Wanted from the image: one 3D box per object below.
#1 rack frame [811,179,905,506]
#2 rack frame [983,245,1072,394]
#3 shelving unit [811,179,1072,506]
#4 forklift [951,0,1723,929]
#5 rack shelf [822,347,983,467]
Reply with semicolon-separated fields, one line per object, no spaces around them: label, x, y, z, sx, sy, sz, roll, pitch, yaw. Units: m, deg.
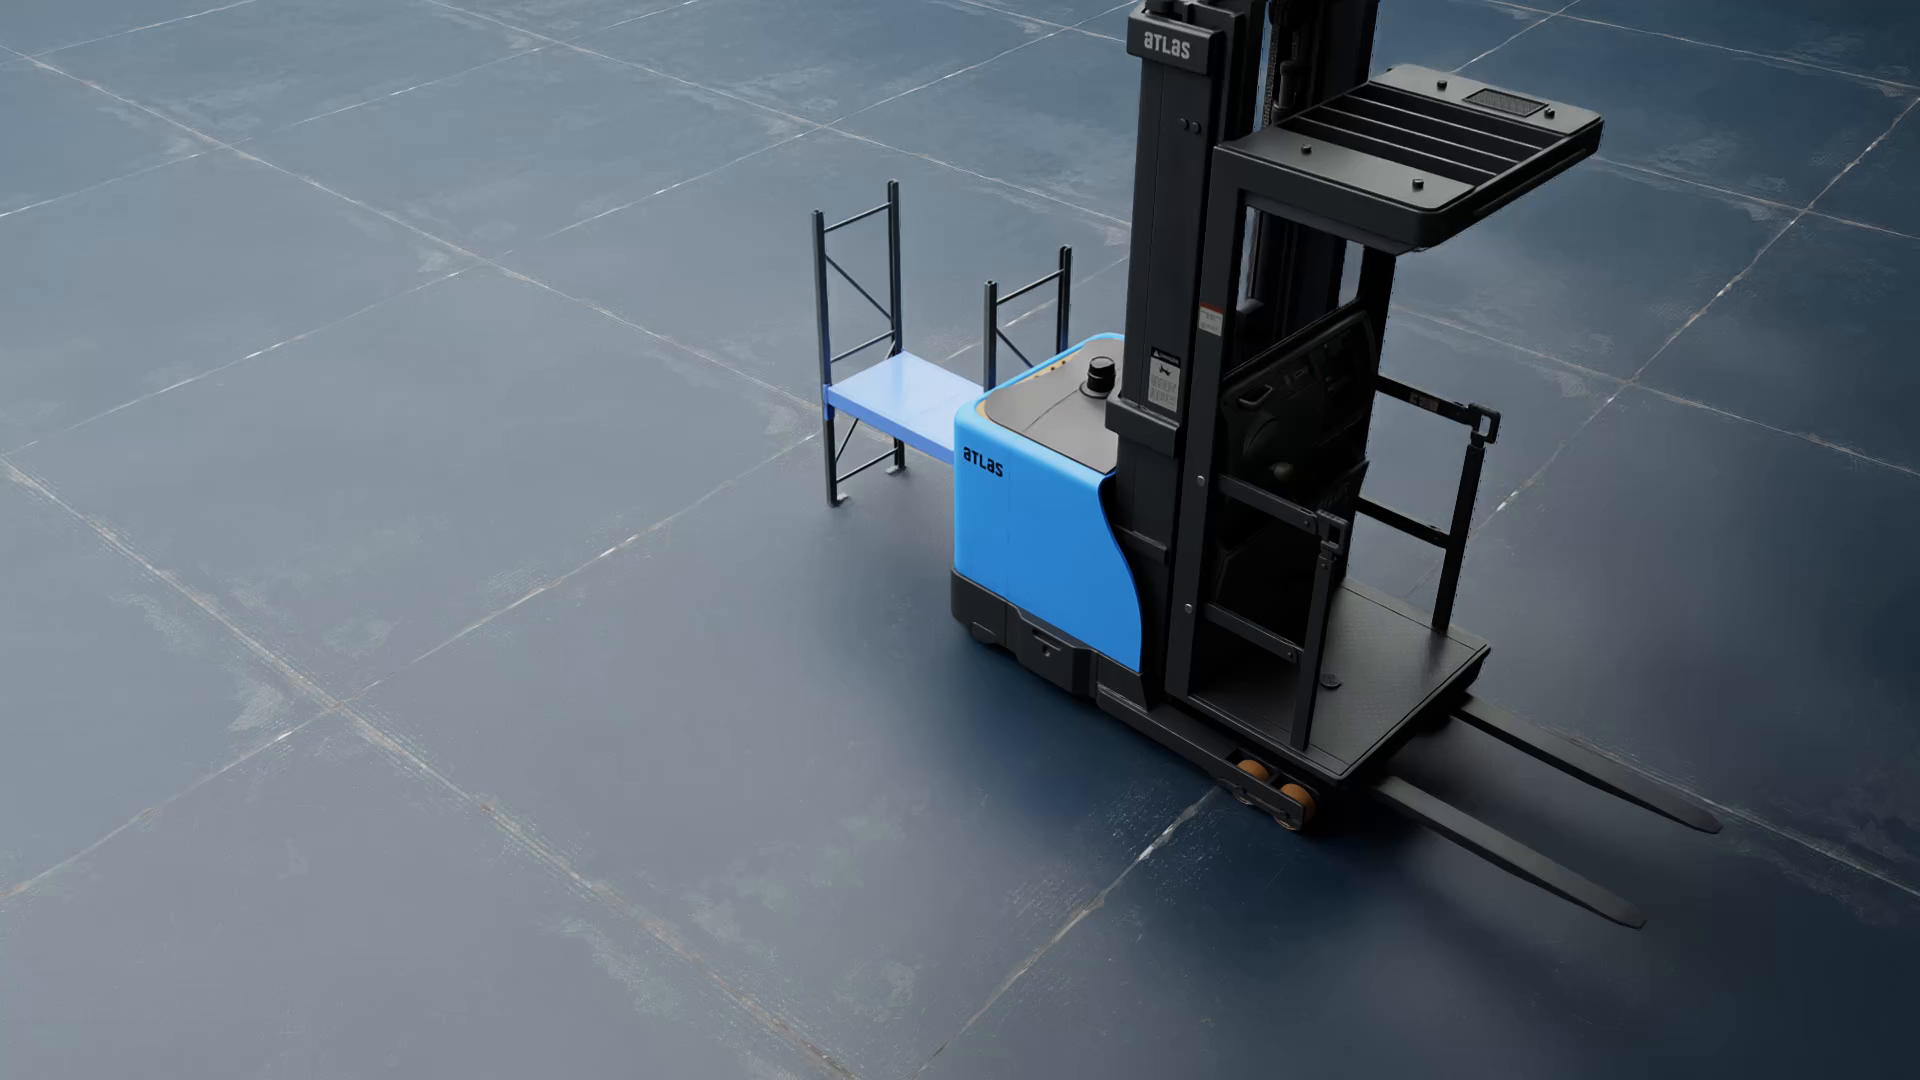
rack frame;-0.458;-0.891;7.723;0.032;1.500;0.500;28;43;35
rack frame;0.279;-0.495;7.146;0.032;1.500;0.500;28;43;35
shelving unit;-0.090;-0.693;7.435;1.048;1.500;0.538;28;43;35
forklift;1.375;-0.468;5.843;3.031;2.935;1.130;28;43;35
rack shelf;-0.090;-0.545;7.536;1.000;0.185;0.538;28;43;35
